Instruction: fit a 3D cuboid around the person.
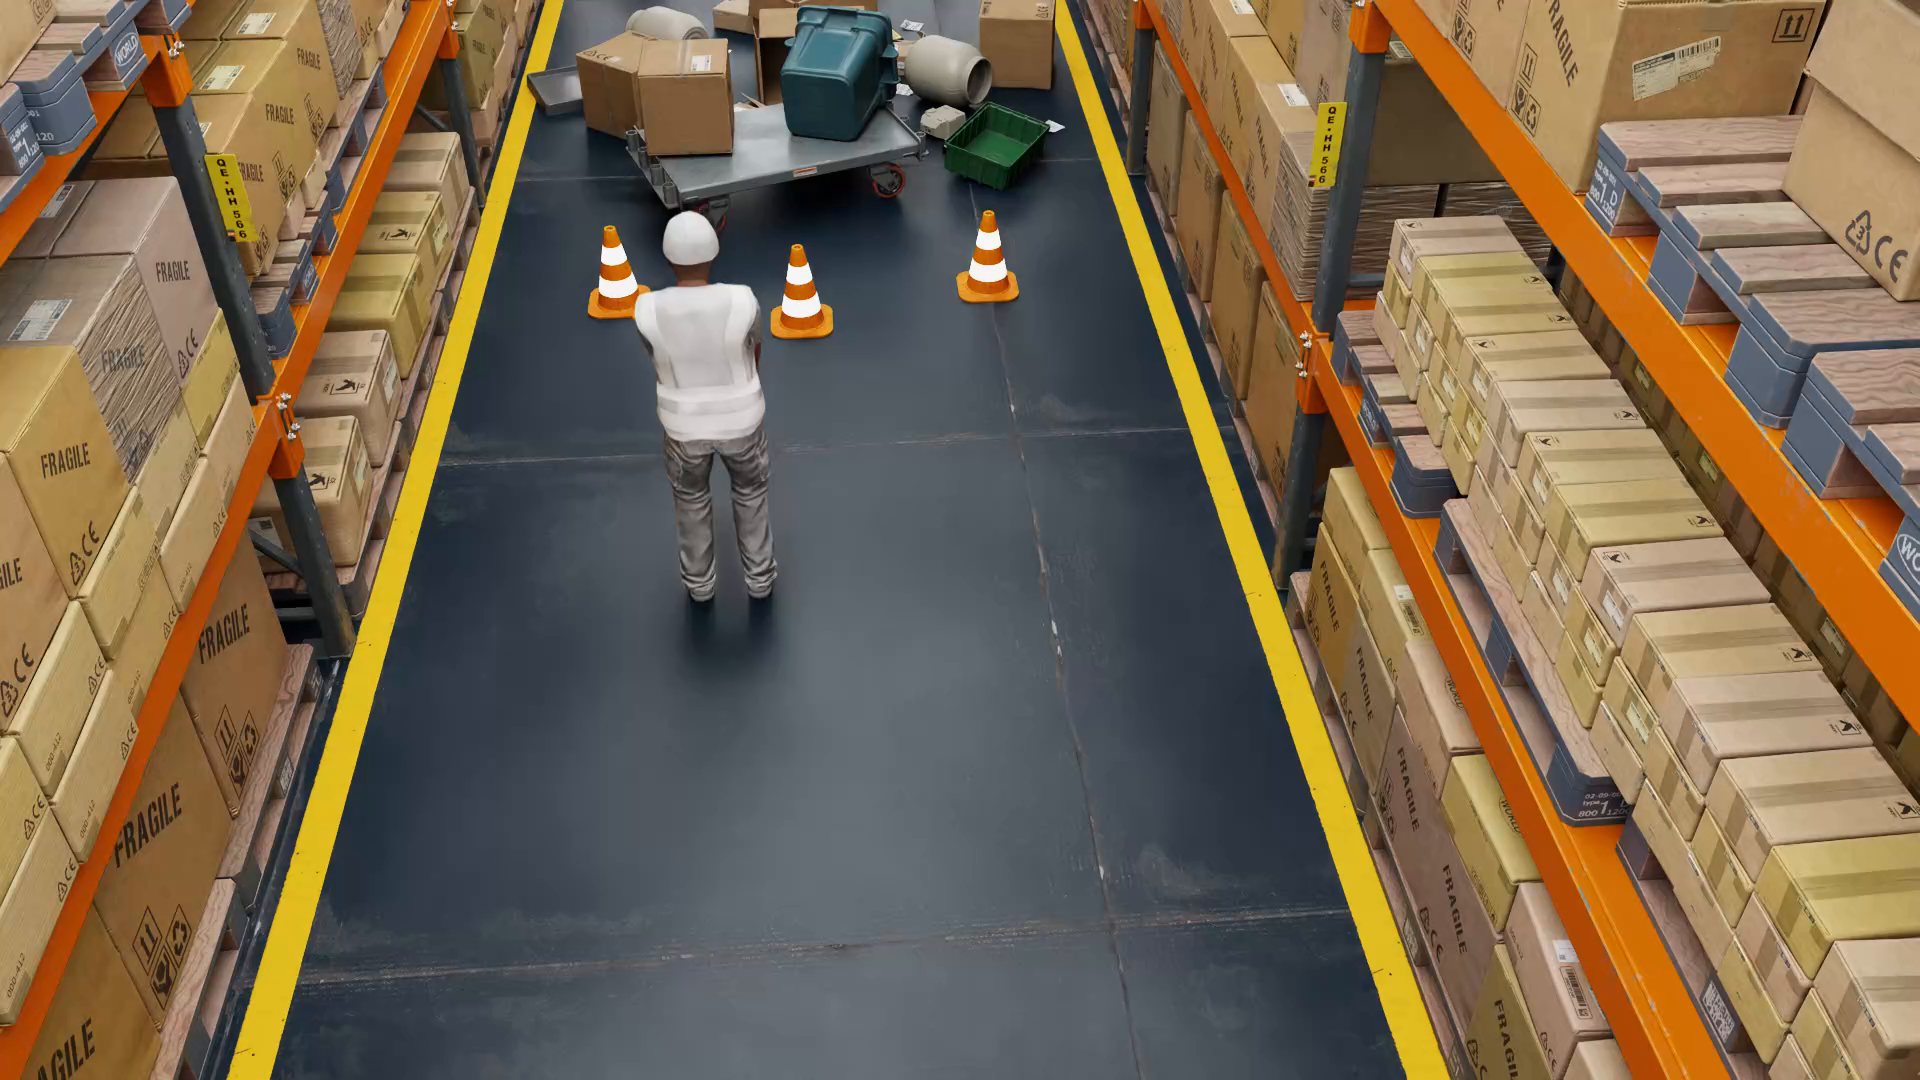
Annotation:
[{"bbox_3d":[-1.028,-0.558,6.835,0.491,1.778,0.587,-4,39,-5],"label":"person"}]
